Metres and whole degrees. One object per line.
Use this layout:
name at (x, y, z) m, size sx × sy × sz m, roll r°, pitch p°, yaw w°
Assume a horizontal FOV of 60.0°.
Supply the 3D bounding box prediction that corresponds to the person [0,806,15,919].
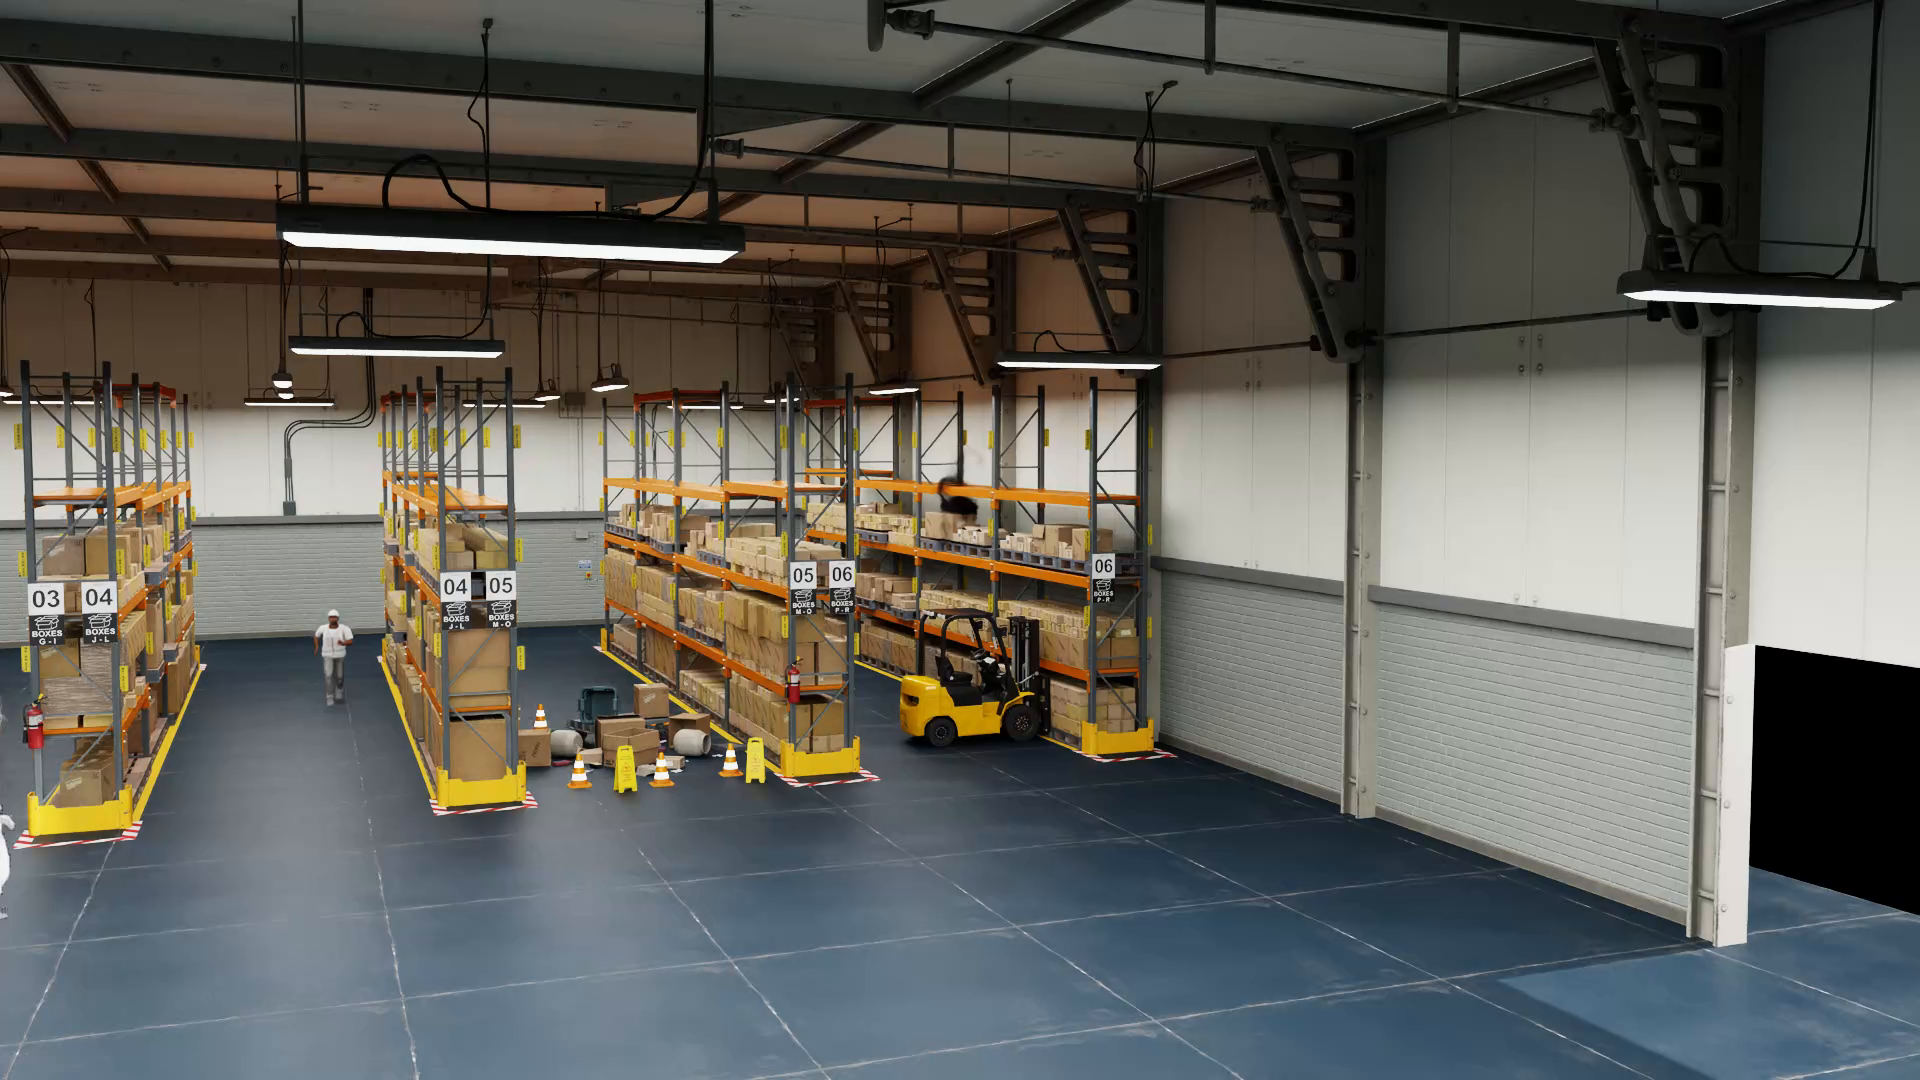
person at (-10.222, 3.092, 17.345) m, size 0.550 × 1.740 × 0.658 m, roll 0°, pitch 3°, yaw 3°

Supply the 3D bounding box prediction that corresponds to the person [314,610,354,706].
person at (-11.821, 2.198, 31.400) m, size 0.705 × 1.760 × 0.966 m, roll -1°, pitch 4°, yaw -19°
